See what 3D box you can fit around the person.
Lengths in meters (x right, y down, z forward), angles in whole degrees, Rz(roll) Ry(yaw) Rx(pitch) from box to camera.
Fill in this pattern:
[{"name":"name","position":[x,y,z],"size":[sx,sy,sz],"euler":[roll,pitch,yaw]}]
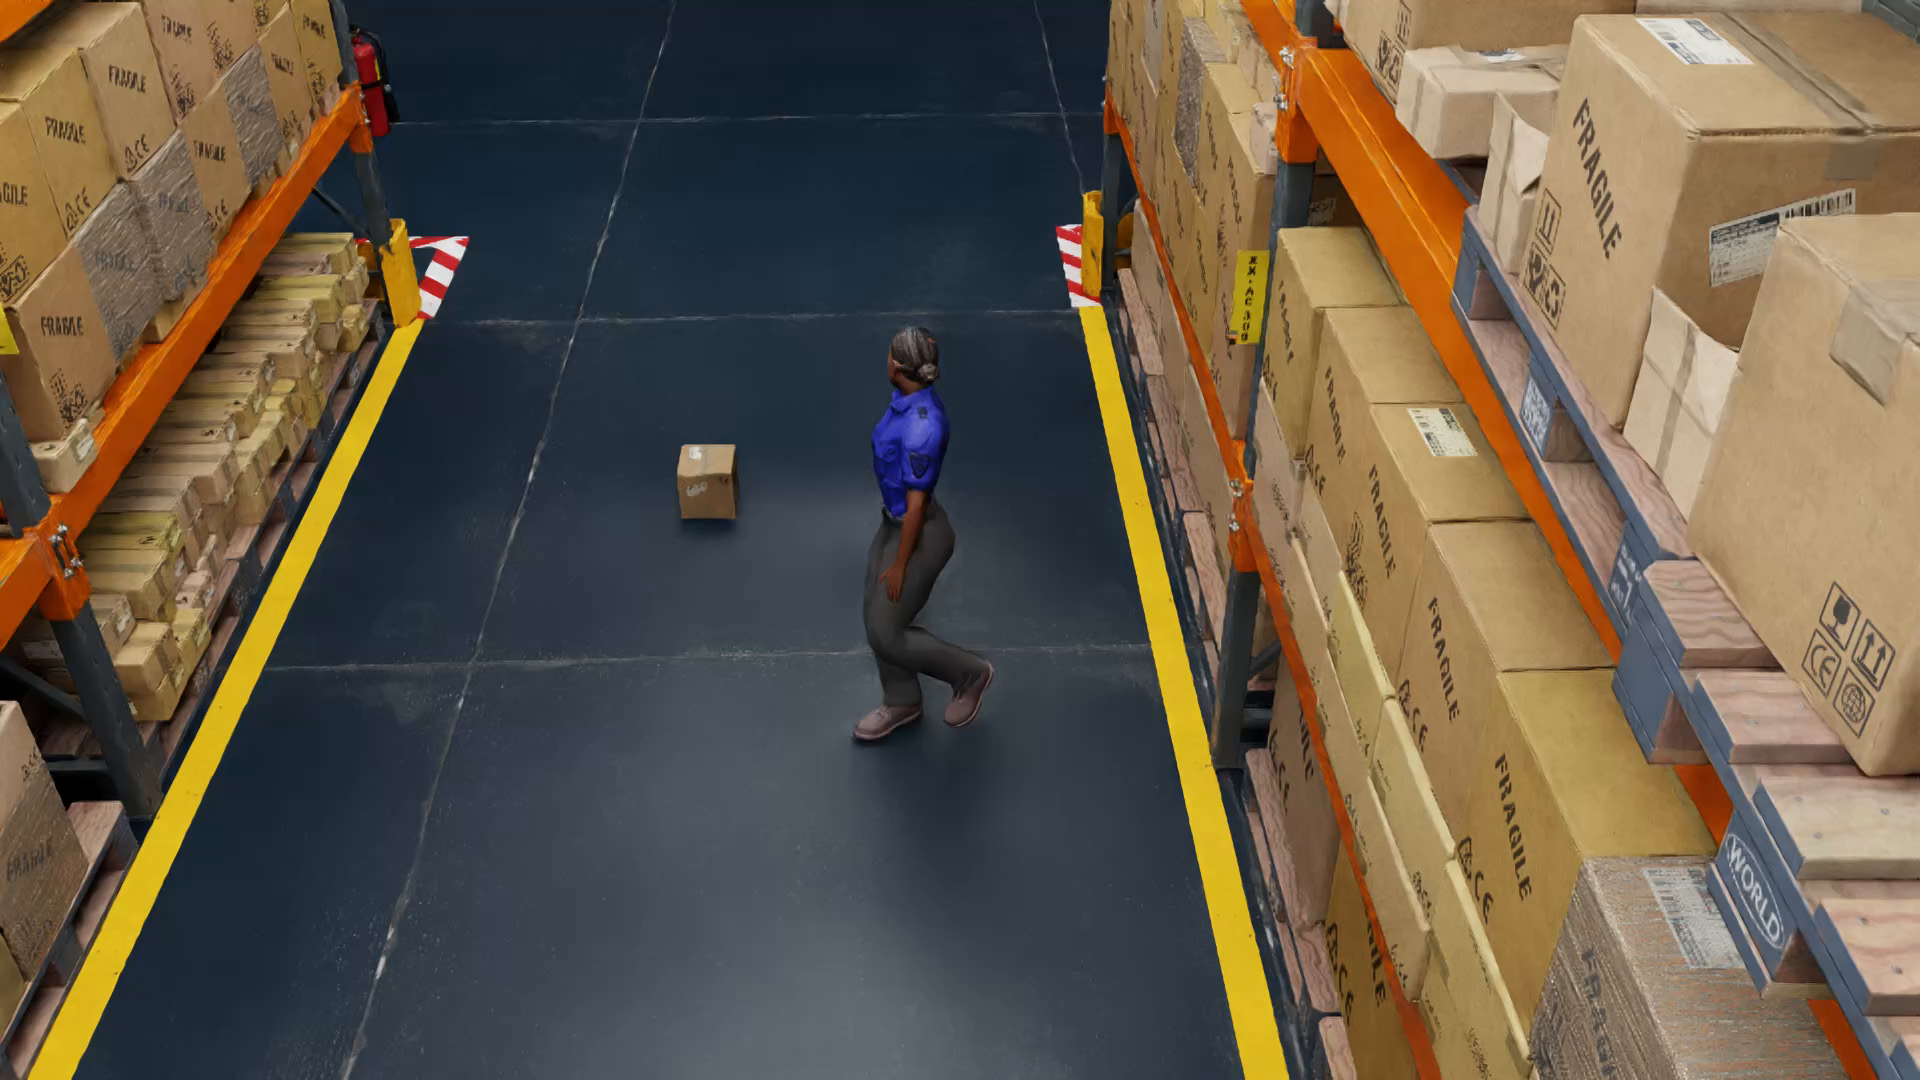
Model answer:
[{"name":"person","position":[-0.172,-0.012,6.197],"size":[0.554,1.619,0.550],"euler":[-7,36,-9]}]
